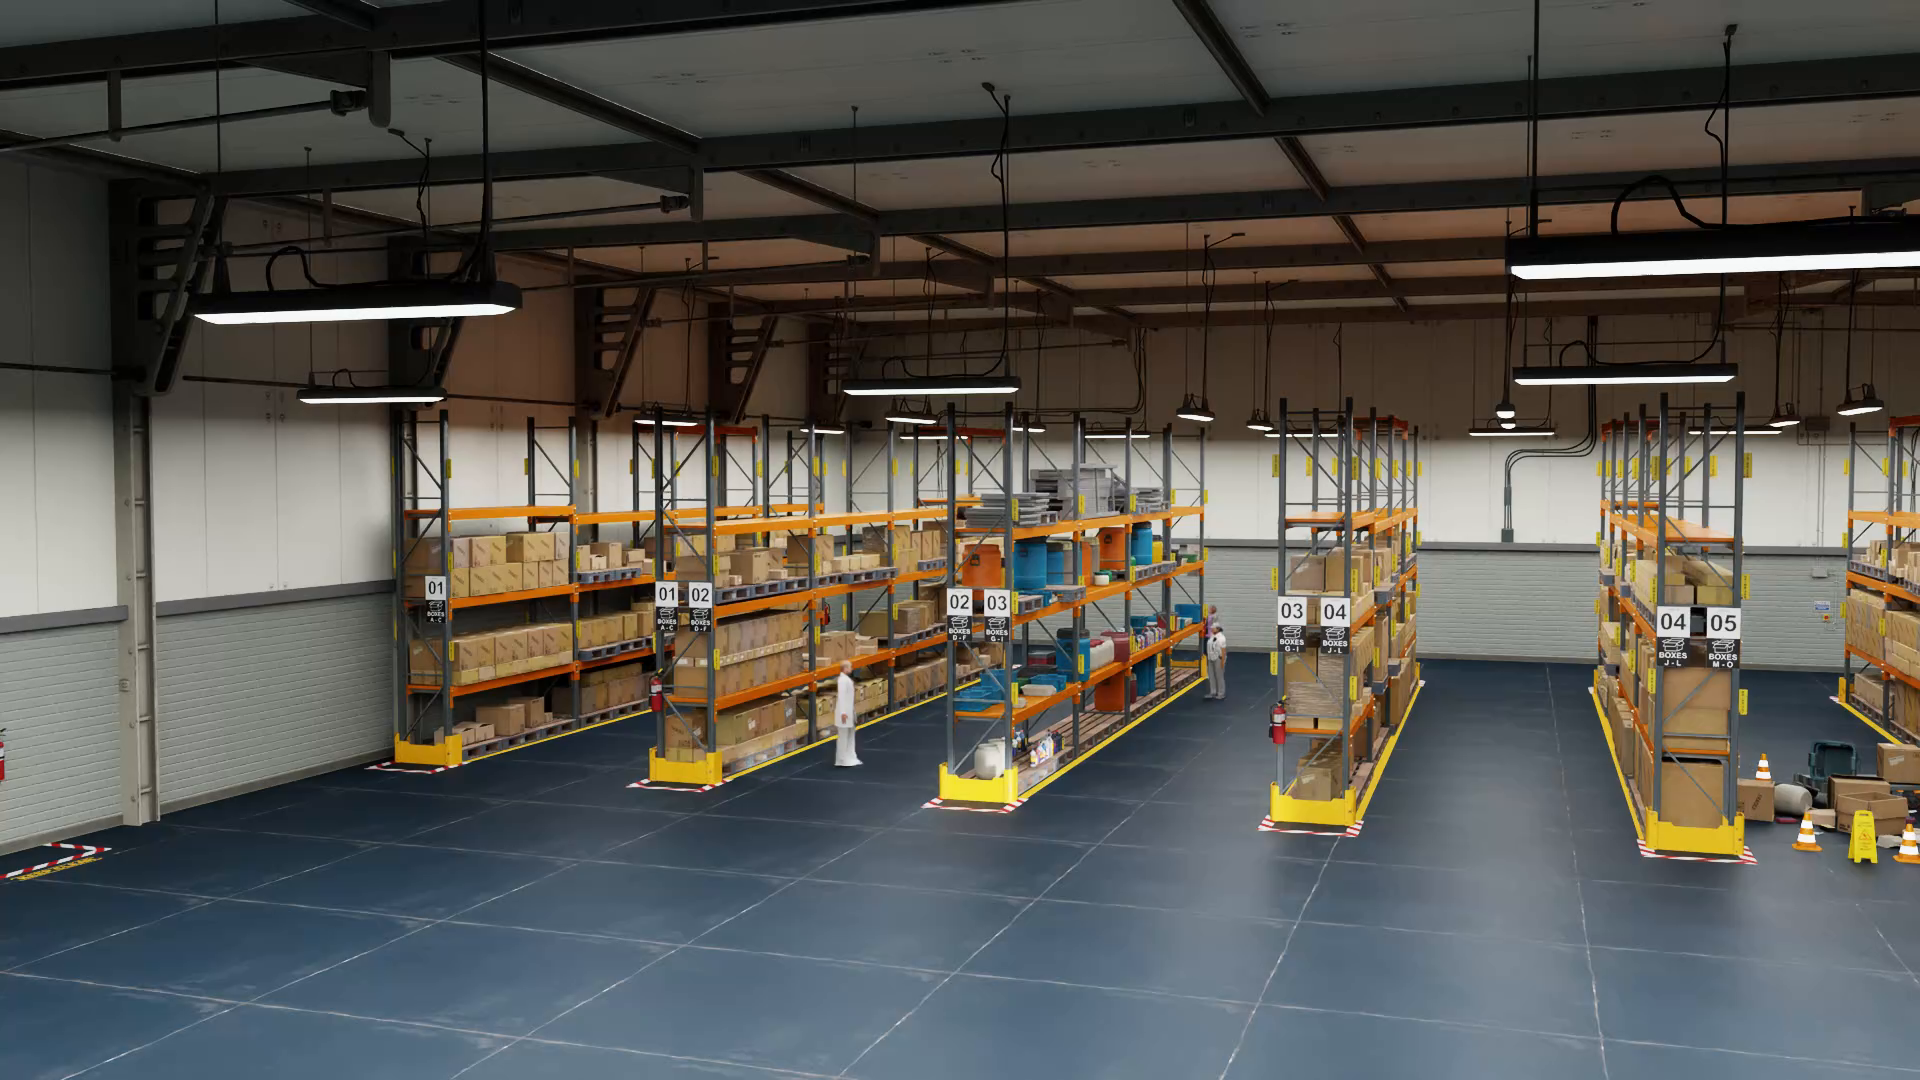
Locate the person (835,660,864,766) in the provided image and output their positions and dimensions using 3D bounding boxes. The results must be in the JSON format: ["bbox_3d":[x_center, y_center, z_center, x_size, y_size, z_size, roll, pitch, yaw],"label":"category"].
[{"bbox_3d":[-1.875,2.933,28.024,0.462,1.822,0.681,0,2,4],"label":"person"}]

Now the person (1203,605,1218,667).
[{"bbox_3d":[6.305,2.415,41.682,0.573,1.582,0.428,-1,3,-28],"label":"person"}]

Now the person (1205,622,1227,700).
[{"bbox_3d":[5.584,2.625,36.199,0.411,1.669,0.571,-1,3,-23],"label":"person"}]
